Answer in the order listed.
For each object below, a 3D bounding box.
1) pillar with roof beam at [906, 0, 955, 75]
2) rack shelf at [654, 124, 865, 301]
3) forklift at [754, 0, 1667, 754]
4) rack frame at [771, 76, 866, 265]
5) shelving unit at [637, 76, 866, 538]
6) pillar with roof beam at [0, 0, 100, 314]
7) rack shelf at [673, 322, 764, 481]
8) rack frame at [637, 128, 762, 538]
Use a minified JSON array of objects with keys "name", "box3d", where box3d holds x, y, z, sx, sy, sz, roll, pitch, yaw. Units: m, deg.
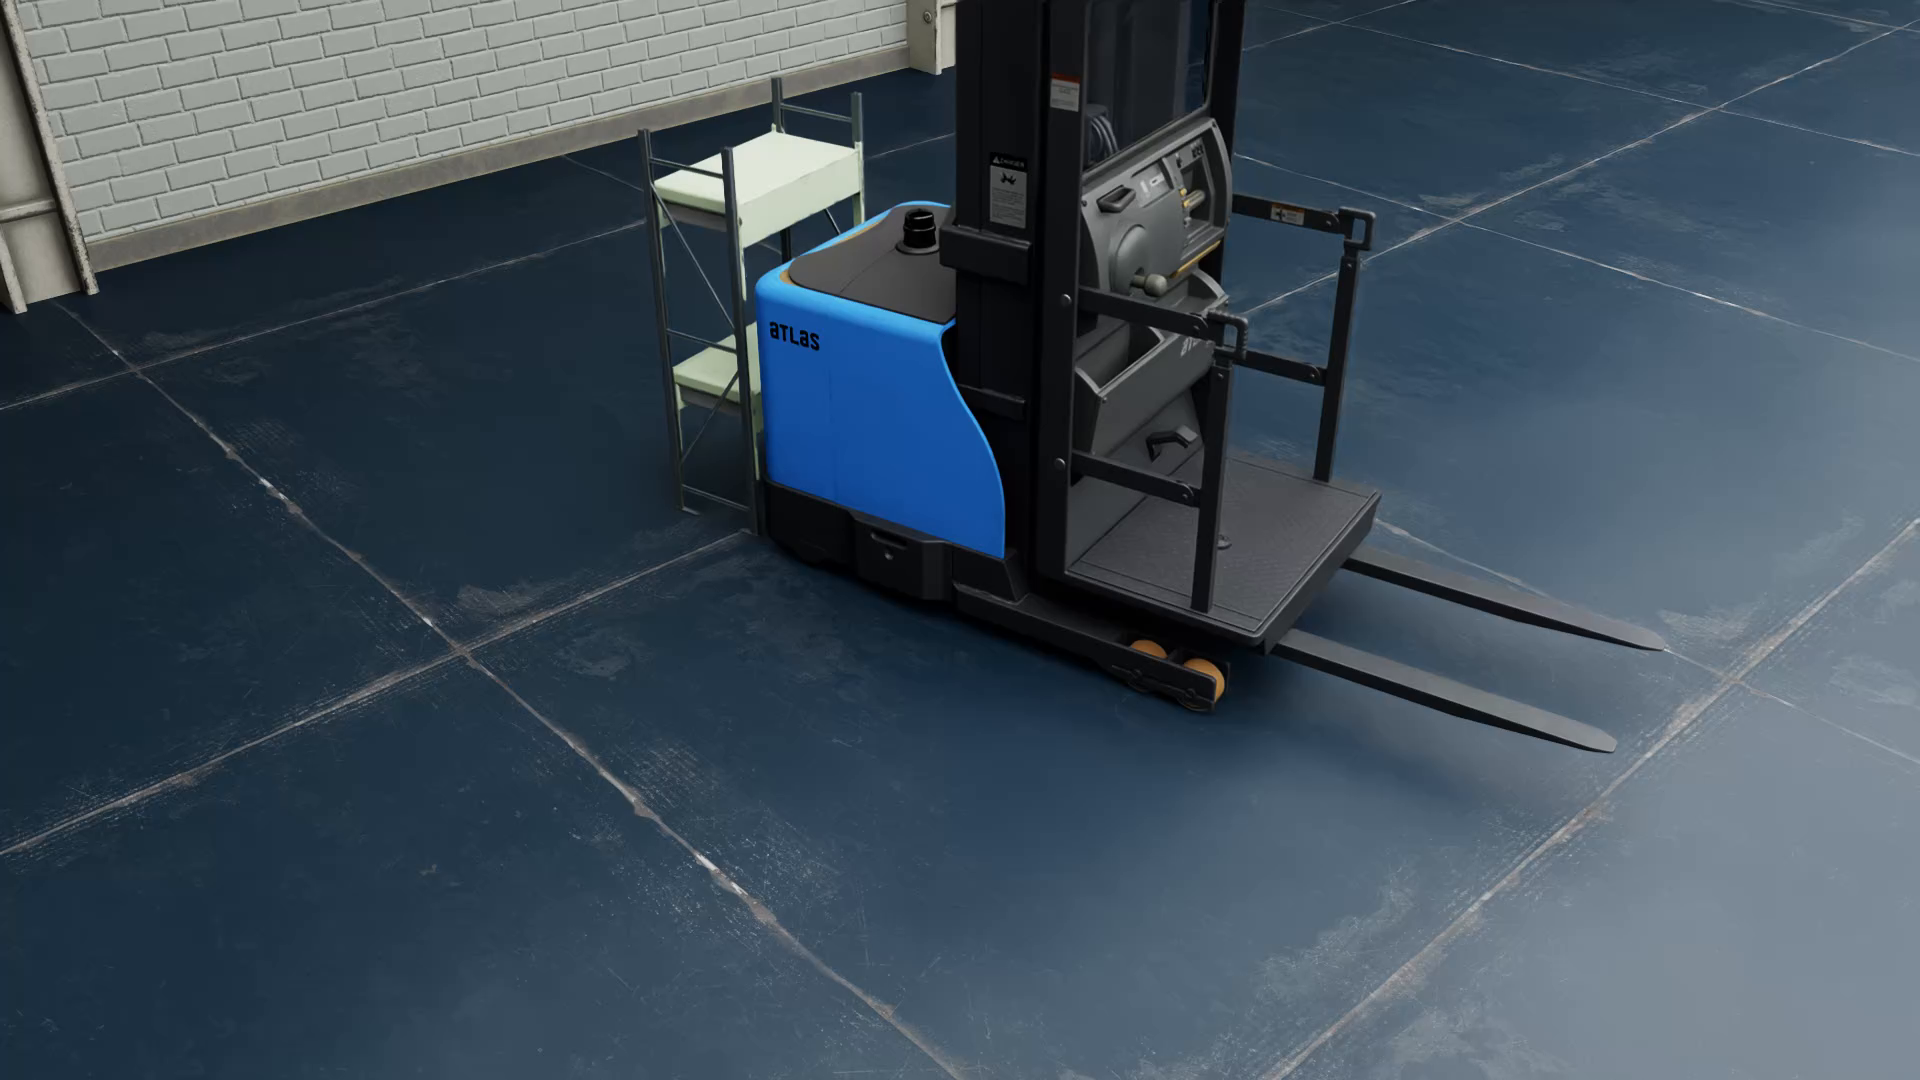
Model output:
[{"name":"pillar with roof beam","box3d":[2.801,-5.541,6.686,0.400,9.000,9.100,-26,40,-35]},{"name":"rack shelf","box3d":[-0.727,-1.202,6.029,0.431,0.370,0.720,18,36,27]},{"name":"forklift","box3d":[0.799,-1.017,5.104,3.031,2.935,1.130,19,36,27]},{"name":"rack frame","box3d":[-0.529,-1.029,6.495,0.400,1.500,0.023,18,36,27]},{"name":"shelving unit","box3d":[-0.726,-0.869,6.232,0.431,1.500,0.755,18,36,27]},{"name":"pillar with roof beam","box3d":[-1.599,-3.413,3.206,0.400,9.000,9.100,-26,40,-35]},{"name":"rack shelf","box3d":[-0.726,-0.590,6.402,0.431,0.370,0.720,18,36,27]},{"name":"rack frame","box3d":[-0.924,-0.708,5.969,0.400,1.500,0.023,18,36,27]}]
